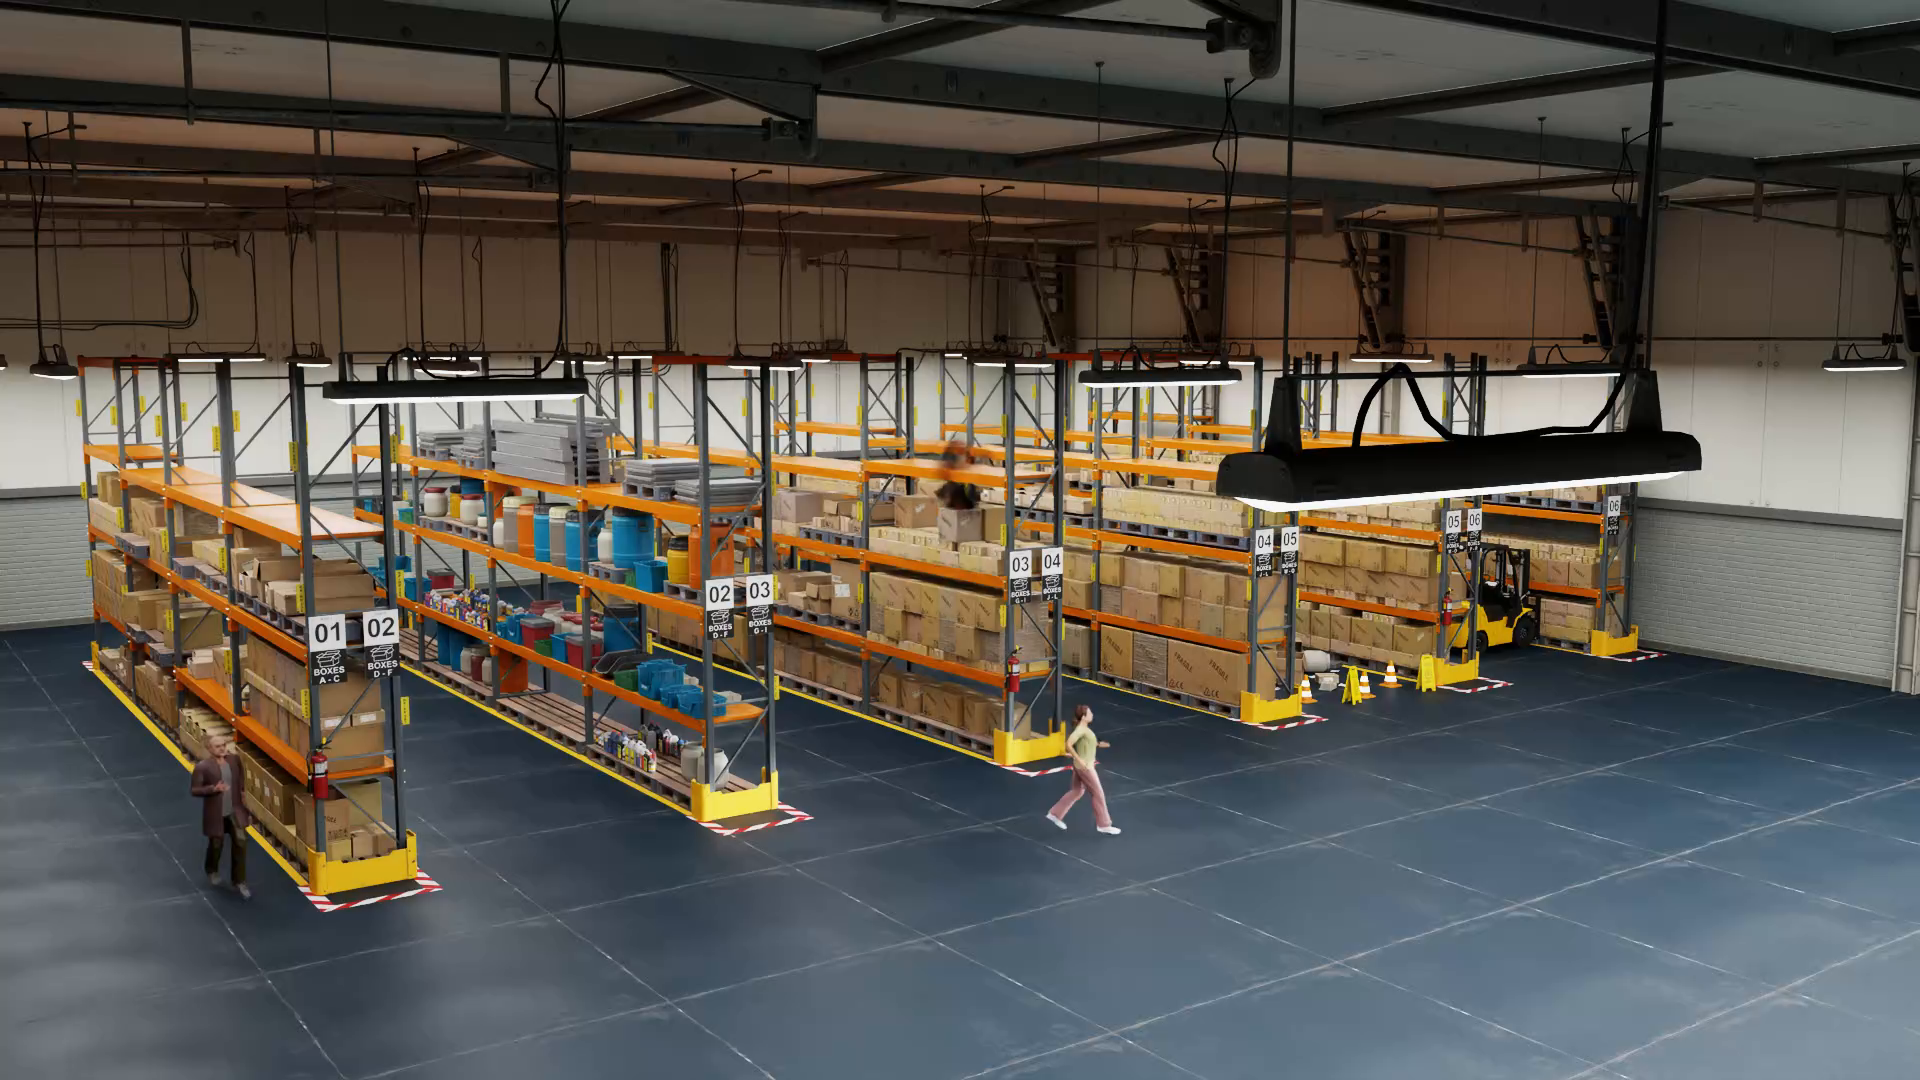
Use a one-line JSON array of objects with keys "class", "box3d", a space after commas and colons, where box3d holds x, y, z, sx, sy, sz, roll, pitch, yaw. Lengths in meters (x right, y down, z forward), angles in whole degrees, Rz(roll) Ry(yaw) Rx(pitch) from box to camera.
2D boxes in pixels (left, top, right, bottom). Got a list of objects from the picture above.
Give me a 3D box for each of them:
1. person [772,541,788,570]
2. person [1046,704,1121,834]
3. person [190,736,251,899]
[{"class": "person", "box3d": [-4.491, 0.393, 41.987, 0.890, 1.767, 0.676, -6, 9, -43]}, {"class": "person", "box3d": [1.575, 2.910, 21.179, 0.948, 1.661, 0.578, 0, 7, -1]}, {"class": "person", "box3d": [-8.430, 3.136, 19.005, 0.694, 1.828, 0.876, -6, 9, -43]}]
